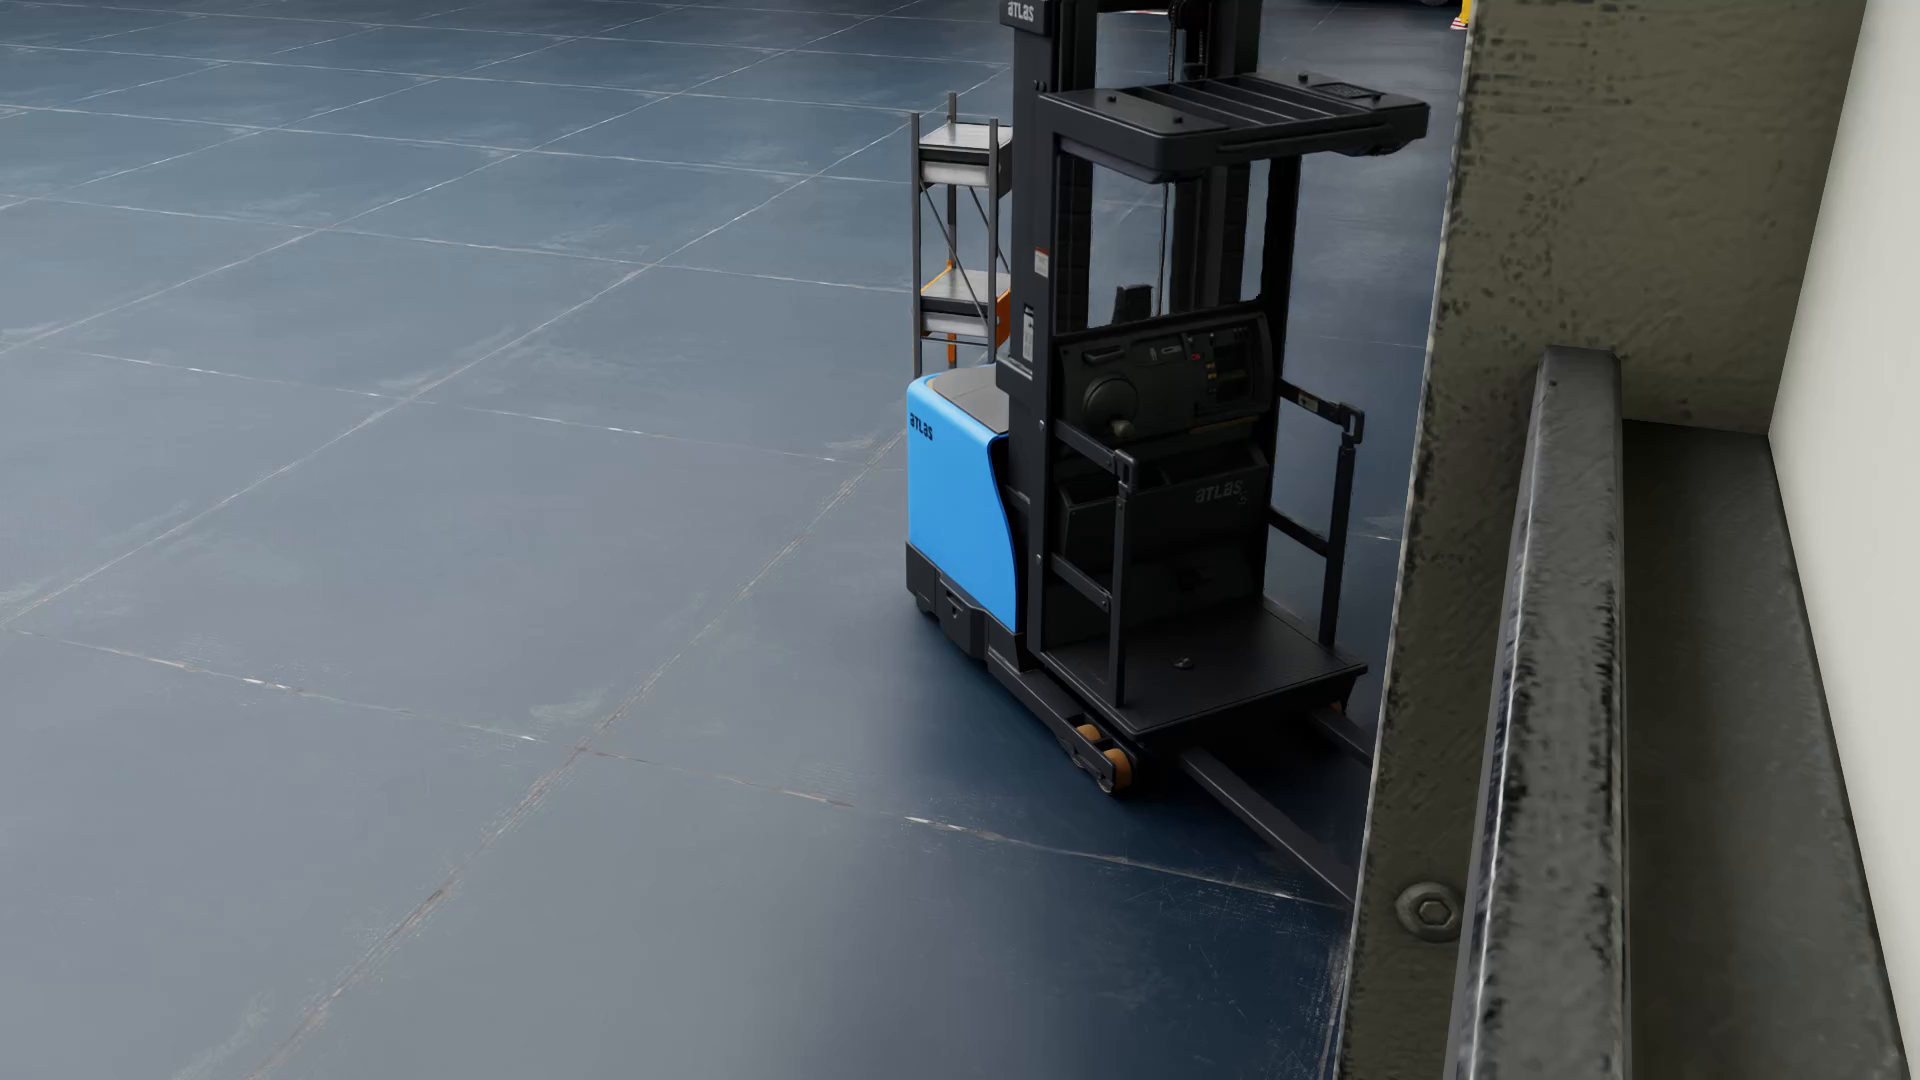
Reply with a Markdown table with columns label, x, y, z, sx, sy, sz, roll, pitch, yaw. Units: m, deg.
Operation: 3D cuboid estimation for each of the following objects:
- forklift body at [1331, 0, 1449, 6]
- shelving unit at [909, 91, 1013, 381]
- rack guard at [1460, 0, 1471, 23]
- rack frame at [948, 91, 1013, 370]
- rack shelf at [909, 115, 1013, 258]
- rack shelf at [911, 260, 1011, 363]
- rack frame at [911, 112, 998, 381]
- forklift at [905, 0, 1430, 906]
| label | x | y | z | sx | sy | sz | roll | pitch | yaw |
| --- | --- | --- | --- | --- | --- | --- | --- | --- | --- |
| forklift body | 6.460 | -9.181 | 24.744 | 2.313 | 2.155 | 1.214 | 9 | 27 | 17 |
| shelving unit | 0.055 | -1.013 | 7.933 | 0.431 | 2.100 | 0.503 | 9 | 27 | 17 |
| rack guard | 7.541 | -7.384 | 22.927 | 1.175 | 0.500 | 0.348 | 9 | 27 | 17 |
| rack frame | 0.136 | -1.113 | 8.140 | 0.400 | 2.100 | 0.015 | 9 | 27 | 17 |
| rack shelf | 0.055 | -1.631 | 7.634 | 0.431 | 0.518 | 0.480 | 9 | 27 | 17 |
| rack shelf | 0.055 | -1.001 | 7.939 | 0.431 | 0.518 | 0.480 | 9 | 27 | 17 |
| rack frame | -0.026 | -0.913 | 7.726 | 0.400 | 2.100 | 0.015 | 9 | 27 | 17 |
| forklift | 0.887 | -0.588 | 6.102 | 1.130 | 2.935 | 3.031 | -13 | 29 | -25 |
